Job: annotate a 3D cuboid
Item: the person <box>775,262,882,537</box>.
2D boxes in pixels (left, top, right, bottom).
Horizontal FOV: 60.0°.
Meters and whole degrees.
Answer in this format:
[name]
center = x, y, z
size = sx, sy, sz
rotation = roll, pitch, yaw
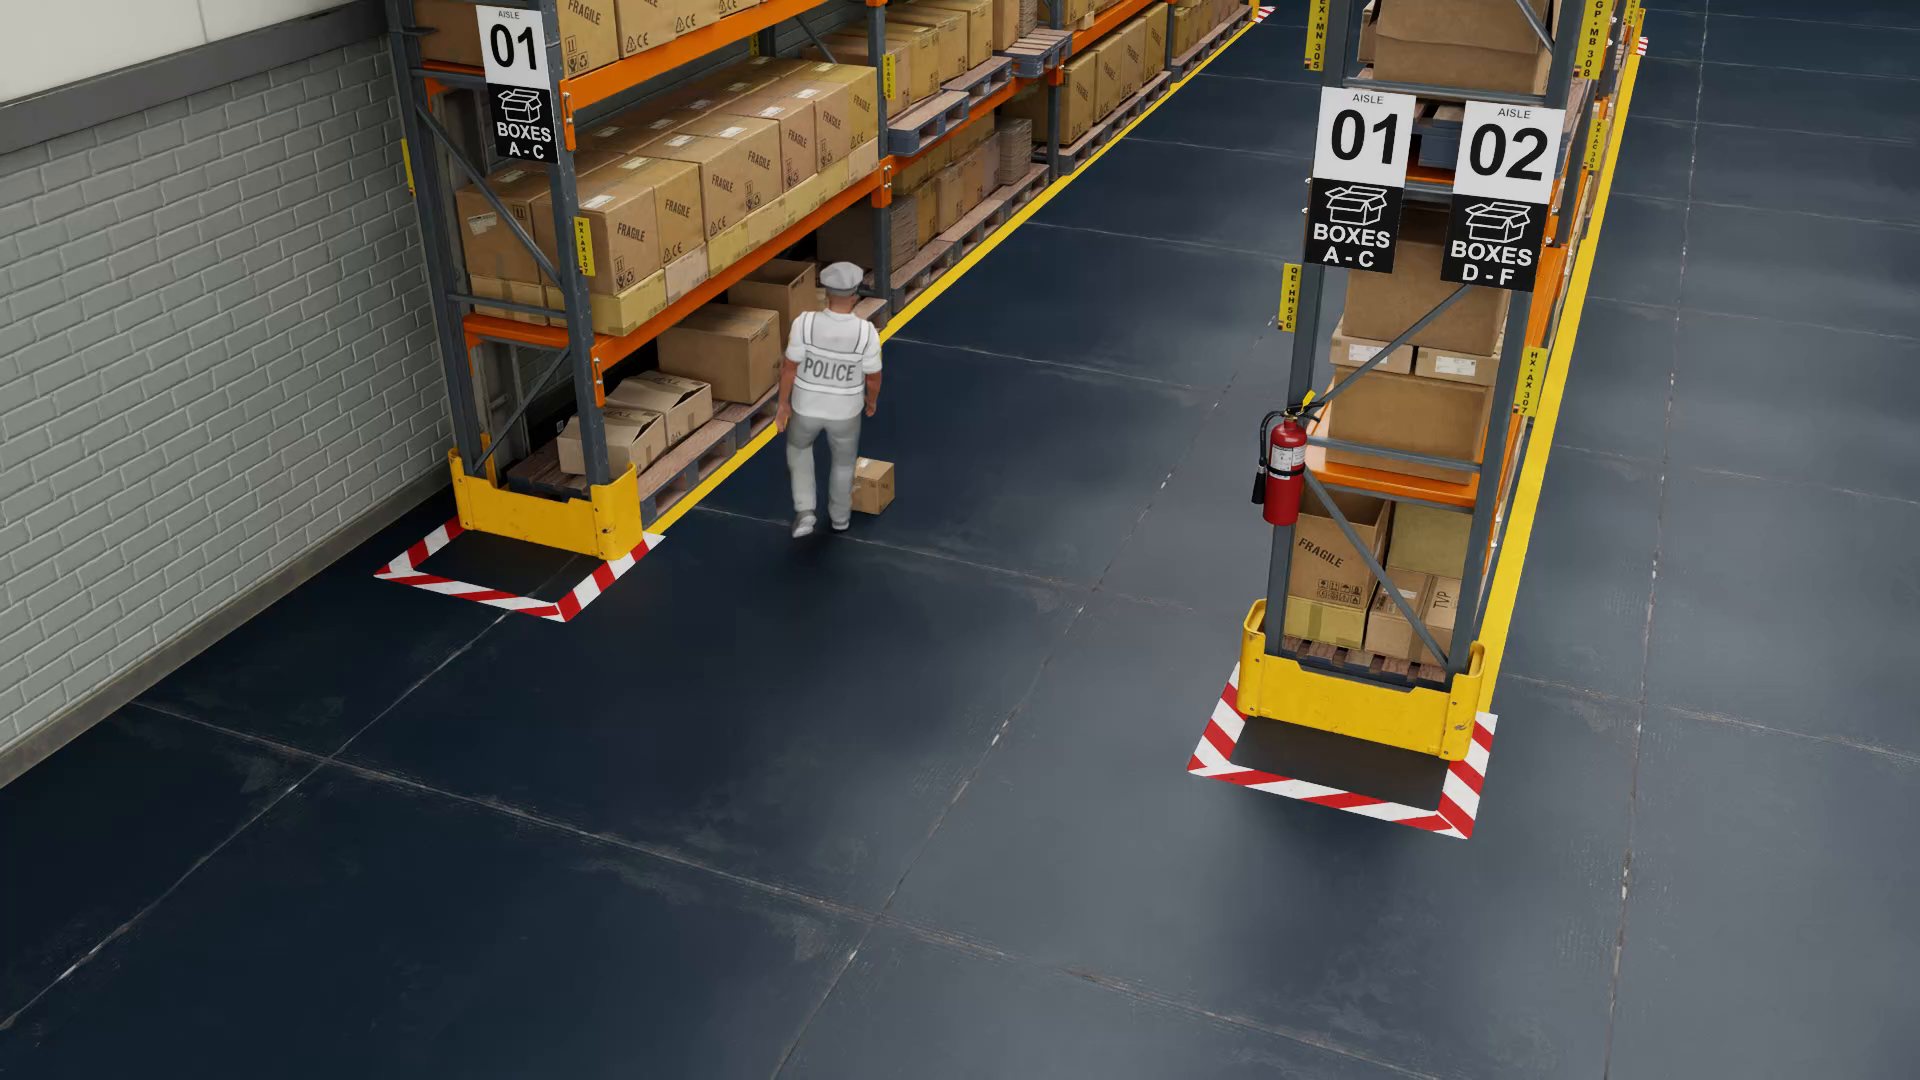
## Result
[person]
center = -0.755, -0.818, 9.819
size = 0.627, 1.758, 0.621
rotation = 2, 29, 3
